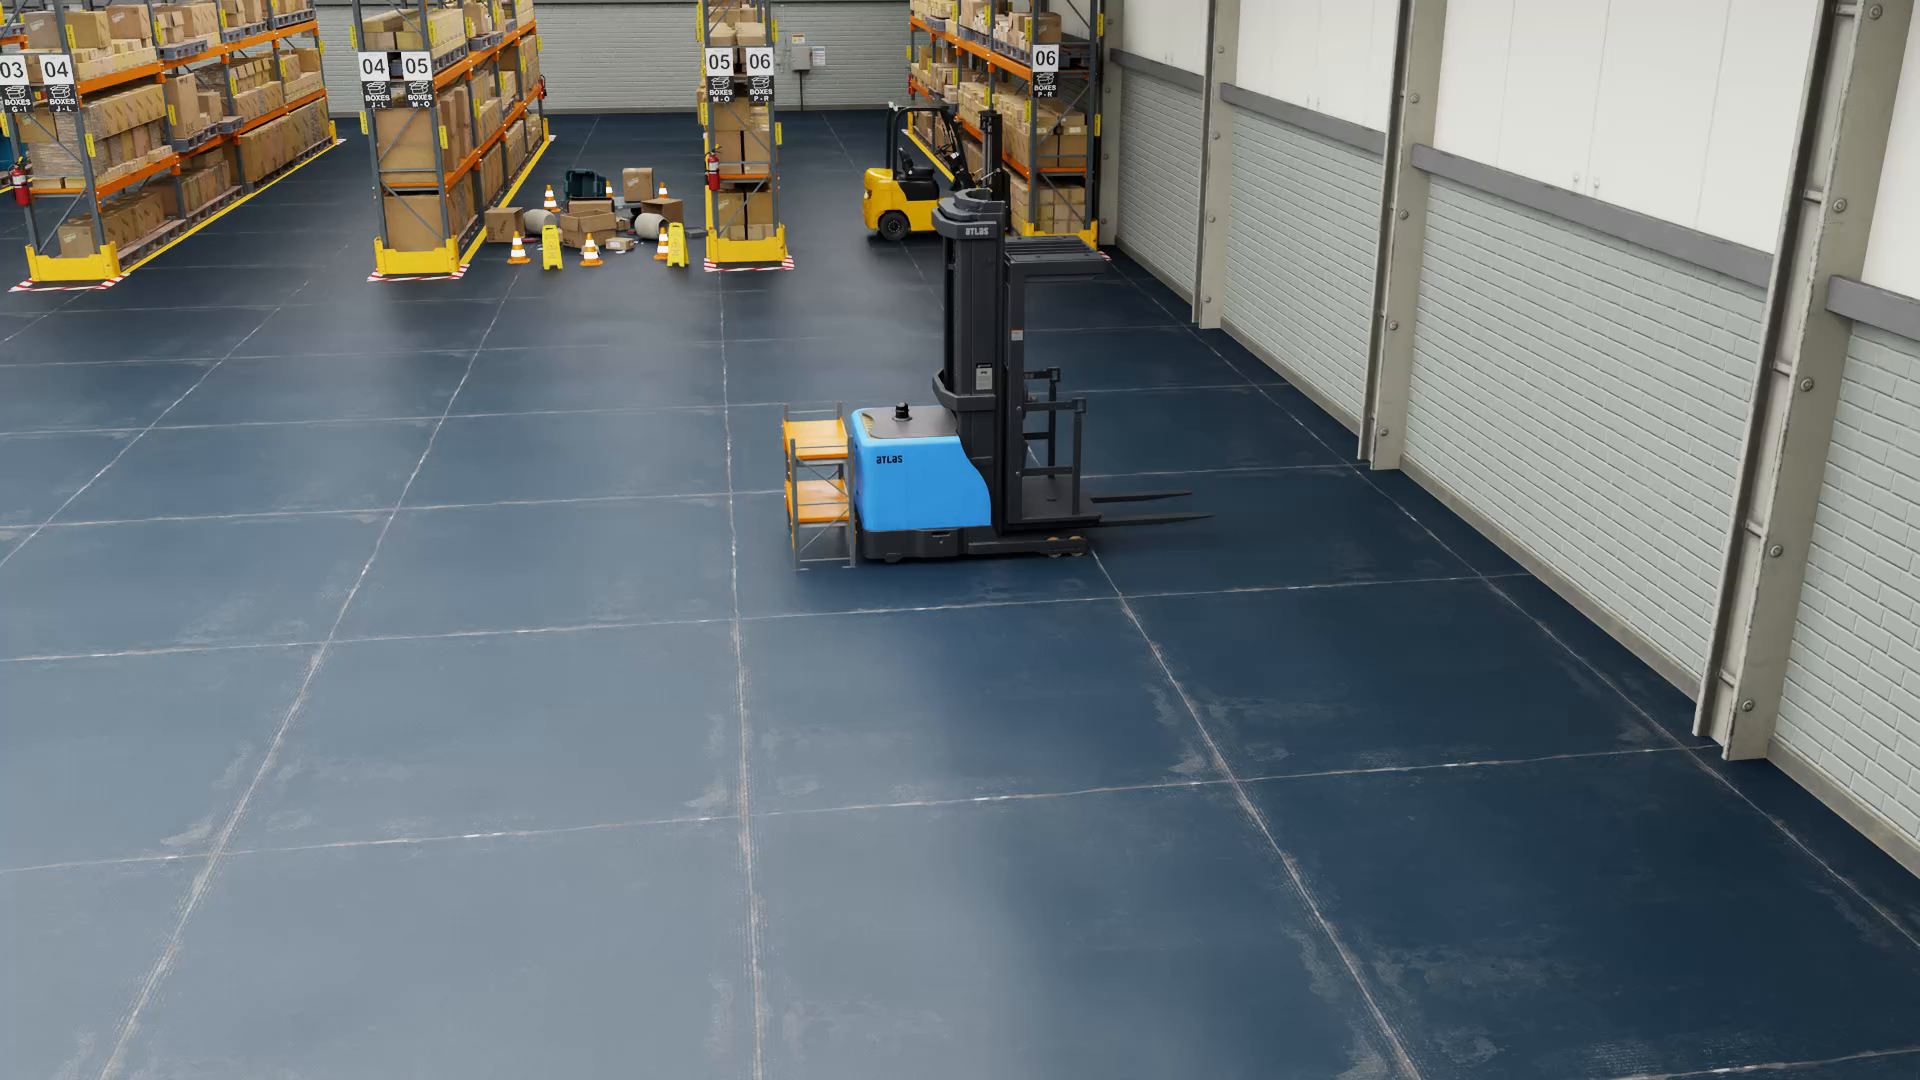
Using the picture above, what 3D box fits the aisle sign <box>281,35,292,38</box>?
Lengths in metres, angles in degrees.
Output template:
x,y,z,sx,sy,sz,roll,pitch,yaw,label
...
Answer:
x,y,z,sx,sy,sz,roll,pitch,yaw,label
-15.736,-12.044,38.534,0.394,0.787,0.004,-3,21,-8,aisle sign

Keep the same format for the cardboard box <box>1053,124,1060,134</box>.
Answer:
x,y,z,sx,sy,sz,roll,pitch,yaw,label
1.704,-6.592,26.582,0.380,0.149,0.250,-3,21,-8,cardboard box

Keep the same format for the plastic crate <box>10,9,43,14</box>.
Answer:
x,y,z,sx,sy,sz,roll,pitch,yaw,label
-20.382,-11.400,36.327,0.504,0.338,0.767,-3,21,-8,plastic crate

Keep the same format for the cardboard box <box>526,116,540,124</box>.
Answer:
x,y,z,sx,sy,sz,roll,pitch,yaw,label
-10.037,-9.828,38.940,0.380,0.149,0.250,-3,21,-9,cardboard box

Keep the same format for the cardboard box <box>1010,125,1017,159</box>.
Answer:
x,y,z,sx,sy,sz,roll,pitch,yaw,label
1.125,-6.590,27.503,0.500,0.500,0.500,-3,21,-9,cardboard box

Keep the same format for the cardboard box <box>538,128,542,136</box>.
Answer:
x,y,z,sx,sy,sz,roll,pitch,yaw,label
-10.087,-9.637,39.280,0.380,0.149,0.250,-2,21,-6,cardboard box

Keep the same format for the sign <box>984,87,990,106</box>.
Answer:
x,y,z,sx,sy,sz,roll,pitch,yaw,label
0.483,-7.888,29.580,0.100,0.325,0.005,-3,21,-8,sign

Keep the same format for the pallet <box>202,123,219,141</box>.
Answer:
x,y,z,sx,sy,sz,roll,pitch,yaw,label
-13.950,-7.273,29.751,1.003,0.211,1.213,-3,21,-8,pallet

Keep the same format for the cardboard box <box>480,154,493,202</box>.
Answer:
x,y,z,sx,sy,sz,roll,pitch,yaw,label
-9.090,-6.564,30.193,1.050,0.750,0.750,-3,21,-8,cardboard box

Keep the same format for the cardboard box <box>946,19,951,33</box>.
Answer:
x,y,z,sx,sy,sz,roll,pitch,yaw,label
-0.018,-10.646,34.433,0.500,0.250,0.500,-3,21,-8,cardboard box

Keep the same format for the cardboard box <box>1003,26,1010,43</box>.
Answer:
x,y,z,sx,sy,sz,roll,pitch,yaw,label
0.932,-8.470,27.842,0.396,0.266,0.258,-3,21,-9,cardboard box

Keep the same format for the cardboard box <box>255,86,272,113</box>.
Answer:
x,y,z,sx,sy,sz,roll,pitch,yaw,label
-14.368,-8.978,33.898,0.500,0.500,0.500,-3,21,-8,cardboard box

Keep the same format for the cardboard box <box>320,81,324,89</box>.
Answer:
x,y,z,sx,sy,sz,roll,pitch,yaw,label
-15.052,-10.592,38.721,0.380,0.149,0.250,-3,21,-7,cardboard box

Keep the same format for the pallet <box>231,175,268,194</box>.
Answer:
x,y,z,sx,sy,sz,roll,pitch,yaw,label
-14.315,-7.017,32.776,1.003,0.211,1.213,-3,21,-8,pallet

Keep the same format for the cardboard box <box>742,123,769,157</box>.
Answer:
x,y,z,sx,sy,sz,roll,pitch,yaw,label
-3.188,-6.320,26.356,0.500,0.500,0.500,-2,21,-6,cardboard box

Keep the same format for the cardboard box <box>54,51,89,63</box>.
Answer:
x,y,z,sx,sy,sz,roll,pitch,yaw,label
-12.875,-7.000,24.103,0.380,0.149,0.250,-2,21,-7,cardboard box

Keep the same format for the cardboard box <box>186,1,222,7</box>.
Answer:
x,y,z,sx,sy,sz,roll,pitch,yaw,label
-14.646,-10.197,32.275,0.500,0.500,0.500,-2,21,-5,cardboard box

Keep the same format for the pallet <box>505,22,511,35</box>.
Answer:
x,y,z,sx,sy,sz,roll,pitch,yaw,label
-9.794,-10.386,33.792,1.213,0.211,1.003,-3,21,-8,pallet

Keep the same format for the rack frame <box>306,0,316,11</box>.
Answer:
x,y,z,sx,sy,sz,roll,pitch,yaw,label
-15.429,-13.627,37.913,1.000,3.000,0.127,-3,21,-8,rack frame

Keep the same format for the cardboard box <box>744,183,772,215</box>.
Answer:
x,y,z,sx,sy,sz,roll,pitch,yaw,label
-3.242,-5.519,27.037,0.500,0.500,0.500,-4,21,-10,cardboard box

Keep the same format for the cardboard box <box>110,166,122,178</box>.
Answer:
x,y,z,sx,sy,sz,roll,pitch,yaw,label
-13.052,-5.617,25.401,0.380,0.149,0.250,-3,21,-8,cardboard box

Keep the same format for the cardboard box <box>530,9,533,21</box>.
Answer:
x,y,z,sx,sy,sz,roll,pitch,yaw,label
-10.098,-12.046,38.183,0.500,0.250,0.500,-3,21,-8,cardboard box

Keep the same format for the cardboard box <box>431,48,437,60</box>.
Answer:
x,y,z,sx,sy,sz,roll,pitch,yaw,label
-7.932,-7.158,24.496,0.380,0.149,0.250,-3,21,-7,cardboard box

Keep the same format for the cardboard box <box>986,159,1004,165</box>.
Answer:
x,y,z,sx,sy,sz,roll,pitch,yaw,label
0.932,-6.677,30.675,0.875,0.625,0.625,-2,21,-5,cardboard box

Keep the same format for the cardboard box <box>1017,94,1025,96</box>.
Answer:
x,y,z,sx,sy,sz,roll,pitch,yaw,label
1.101,-8.166,30.796,0.380,0.149,0.250,-3,21,-8,cardboard box

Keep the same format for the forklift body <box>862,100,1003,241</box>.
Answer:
x,y,z,sx,sy,sz,roll,pitch,yaw,label
-0.483,-6.195,27.803,2.313,2.155,1.214,-3,21,-8,forklift body

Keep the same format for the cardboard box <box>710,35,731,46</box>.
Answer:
x,y,z,sx,sy,sz,roll,pitch,yaw,label
-3.657,-7.540,25.123,0.380,0.149,0.250,-3,21,-7,cardboard box

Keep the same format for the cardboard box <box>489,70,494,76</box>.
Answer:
x,y,z,sx,sy,sz,roll,pitch,yaw,label
-10.279,-9.986,36.172,0.500,0.500,0.500,-3,21,-8,cardboard box

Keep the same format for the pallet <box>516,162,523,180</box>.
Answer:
x,y,z,sx,sy,sz,roll,pitch,yaw,label
-9.637,-7.647,34.464,1.003,0.211,1.213,-3,21,-8,pallet

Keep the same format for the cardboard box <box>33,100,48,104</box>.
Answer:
x,y,z,sx,sy,sz,roll,pitch,yaw,label
-13.524,-6.282,24.826,0.500,0.500,0.500,-3,21,-8,cardboard box

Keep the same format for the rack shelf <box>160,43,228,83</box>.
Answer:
x,y,z,sx,sy,sz,roll,pitch,yaw,label
-13.987,-8.422,29.294,1.077,0.370,4.000,-3,21,-8,rack shelf

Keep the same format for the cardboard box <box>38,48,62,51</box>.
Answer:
x,y,z,sx,sy,sz,roll,pitch,yaw,label
-13.513,-7.242,24.750,0.380,0.149,0.250,-3,21,-7,cardboard box

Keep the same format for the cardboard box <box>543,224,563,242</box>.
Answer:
x,y,z,sx,sy,sz,roll,pitch,yaw,label
-6.706,-5.094,27.549,0.396,0.266,0.258,1,20,2,cardboard box

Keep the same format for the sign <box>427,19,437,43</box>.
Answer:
x,y,z,sx,sy,sz,roll,pitch,yaw,label
-7.650,-7.369,24.085,0.100,0.325,0.005,-3,21,-8,sign

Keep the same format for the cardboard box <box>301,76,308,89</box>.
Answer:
x,y,z,sx,sy,sz,roll,pitch,yaw,label
-14.871,-10.199,37.100,0.500,0.250,0.500,-3,21,-8,cardboard box

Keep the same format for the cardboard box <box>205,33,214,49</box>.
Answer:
x,y,z,sx,sy,sz,roll,pitch,yaw,label
-13.880,-9.058,30.183,0.500,0.250,0.500,-3,21,-8,cardboard box

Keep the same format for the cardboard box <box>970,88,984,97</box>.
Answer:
x,y,z,sx,sy,sz,roll,pitch,yaw,label
0.393,-8.577,31.898,0.380,0.149,0.250,-2,21,-7,cardboard box

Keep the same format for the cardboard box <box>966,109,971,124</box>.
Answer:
x,y,z,sx,sy,sz,roll,pitch,yaw,label
0.413,-8.209,32.197,0.500,0.250,0.500,-4,21,-10,cardboard box

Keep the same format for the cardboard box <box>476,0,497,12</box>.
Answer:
x,y,z,sx,sy,sz,roll,pitch,yaw,label
-9.213,-10.405,32.337,0.396,0.266,0.258,-3,21,-8,cardboard box

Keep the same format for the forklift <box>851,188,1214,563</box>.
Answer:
x,y,z,sx,sy,sz,roll,pitch,yaw,label
0.622,-1.407,13.869,3.031,2.935,1.130,-3,21,-8,forklift

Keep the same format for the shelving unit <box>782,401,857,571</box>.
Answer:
x,y,z,sx,sy,sz,roll,pitch,yaw,label
-1.184,-0.467,13.933,0.538,1.125,1.048,-3,21,-8,shelving unit

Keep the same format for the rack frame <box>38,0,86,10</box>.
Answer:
x,y,z,sx,sy,sz,roll,pitch,yaw,label
-20.330,-13.377,37.245,1.000,3.000,0.127,-3,21,-8,rack frame

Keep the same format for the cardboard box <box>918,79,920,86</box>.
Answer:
x,y,z,sx,sy,sz,roll,pitch,yaw,label
-0.799,-10.874,39.476,0.380,0.149,0.250,-4,21,-9,cardboard box

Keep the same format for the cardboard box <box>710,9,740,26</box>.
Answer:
x,y,z,sx,sy,sz,roll,pitch,yaw,label
-4.102,-9.121,29.038,0.500,0.250,0.500,-2,21,-7,cardboard box

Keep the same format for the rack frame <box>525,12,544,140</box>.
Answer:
x,y,z,sx,sy,sz,roll,pitch,yaw,label
-10.506,-11.032,39.539,1.000,3.000,0.127,-3,21,-8,rack frame

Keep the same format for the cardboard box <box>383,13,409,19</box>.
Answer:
x,y,z,sx,sy,sz,roll,pitch,yaw,label
-8.876,-8.198,26.141,0.380,0.149,0.250,-3,21,-8,cardboard box

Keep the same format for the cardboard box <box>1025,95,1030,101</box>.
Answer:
x,y,z,sx,sy,sz,roll,pitch,yaw,label
1.359,-7.719,29.175,0.380,0.149,0.250,-3,21,-9,cardboard box

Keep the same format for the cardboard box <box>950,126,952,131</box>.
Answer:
x,y,z,sx,sy,sz,roll,pitch,yaw,label
-0.043,-8.746,35.466,0.380,0.149,0.250,-4,21,-10,cardboard box

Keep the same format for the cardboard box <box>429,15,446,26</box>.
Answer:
x,y,z,sx,sy,sz,roll,pitch,yaw,label
-8.115,-7.968,25.527,0.380,0.149,0.250,-3,21,-8,cardboard box

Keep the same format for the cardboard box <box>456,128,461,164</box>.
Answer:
x,y,z,sx,sy,sz,roll,pitch,yaw,label
-8.473,-6.259,26.547,0.875,0.550,0.500,-3,21,-8,cardboard box

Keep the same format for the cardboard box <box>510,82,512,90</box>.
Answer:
x,y,z,sx,sy,sz,roll,pitch,yaw,label
-9.561,-9.466,34.680,0.380,0.149,0.250,-4,21,-10,cardboard box

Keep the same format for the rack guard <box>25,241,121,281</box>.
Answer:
x,y,z,sx,sy,sz,roll,pitch,yaw,label
-13.134,-4.132,24.639,1.175,0.500,0.348,-3,21,-8,rack guard

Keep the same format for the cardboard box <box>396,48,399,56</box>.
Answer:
x,y,z,sx,sy,sz,roll,pitch,yaw,label
-8.692,-7.385,25.104,0.380,0.149,0.250,-3,21,-7,cardboard box
